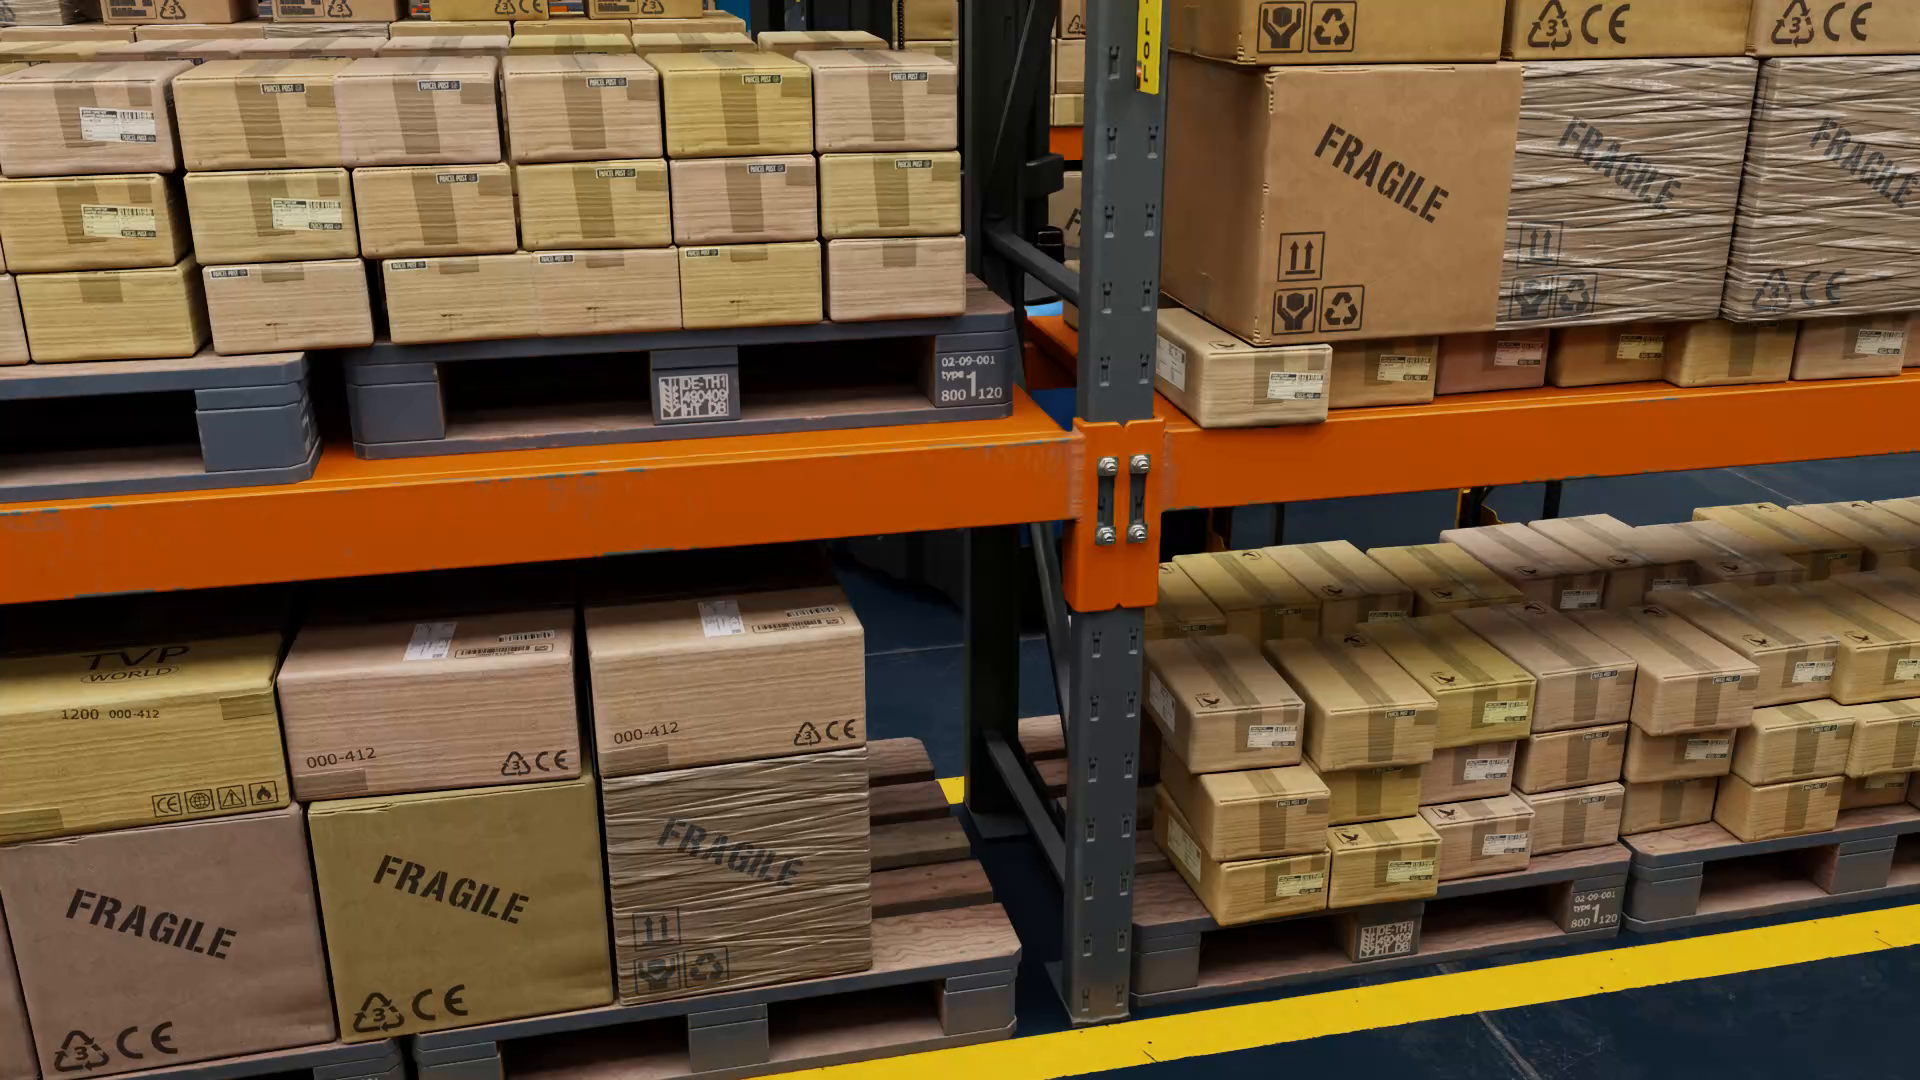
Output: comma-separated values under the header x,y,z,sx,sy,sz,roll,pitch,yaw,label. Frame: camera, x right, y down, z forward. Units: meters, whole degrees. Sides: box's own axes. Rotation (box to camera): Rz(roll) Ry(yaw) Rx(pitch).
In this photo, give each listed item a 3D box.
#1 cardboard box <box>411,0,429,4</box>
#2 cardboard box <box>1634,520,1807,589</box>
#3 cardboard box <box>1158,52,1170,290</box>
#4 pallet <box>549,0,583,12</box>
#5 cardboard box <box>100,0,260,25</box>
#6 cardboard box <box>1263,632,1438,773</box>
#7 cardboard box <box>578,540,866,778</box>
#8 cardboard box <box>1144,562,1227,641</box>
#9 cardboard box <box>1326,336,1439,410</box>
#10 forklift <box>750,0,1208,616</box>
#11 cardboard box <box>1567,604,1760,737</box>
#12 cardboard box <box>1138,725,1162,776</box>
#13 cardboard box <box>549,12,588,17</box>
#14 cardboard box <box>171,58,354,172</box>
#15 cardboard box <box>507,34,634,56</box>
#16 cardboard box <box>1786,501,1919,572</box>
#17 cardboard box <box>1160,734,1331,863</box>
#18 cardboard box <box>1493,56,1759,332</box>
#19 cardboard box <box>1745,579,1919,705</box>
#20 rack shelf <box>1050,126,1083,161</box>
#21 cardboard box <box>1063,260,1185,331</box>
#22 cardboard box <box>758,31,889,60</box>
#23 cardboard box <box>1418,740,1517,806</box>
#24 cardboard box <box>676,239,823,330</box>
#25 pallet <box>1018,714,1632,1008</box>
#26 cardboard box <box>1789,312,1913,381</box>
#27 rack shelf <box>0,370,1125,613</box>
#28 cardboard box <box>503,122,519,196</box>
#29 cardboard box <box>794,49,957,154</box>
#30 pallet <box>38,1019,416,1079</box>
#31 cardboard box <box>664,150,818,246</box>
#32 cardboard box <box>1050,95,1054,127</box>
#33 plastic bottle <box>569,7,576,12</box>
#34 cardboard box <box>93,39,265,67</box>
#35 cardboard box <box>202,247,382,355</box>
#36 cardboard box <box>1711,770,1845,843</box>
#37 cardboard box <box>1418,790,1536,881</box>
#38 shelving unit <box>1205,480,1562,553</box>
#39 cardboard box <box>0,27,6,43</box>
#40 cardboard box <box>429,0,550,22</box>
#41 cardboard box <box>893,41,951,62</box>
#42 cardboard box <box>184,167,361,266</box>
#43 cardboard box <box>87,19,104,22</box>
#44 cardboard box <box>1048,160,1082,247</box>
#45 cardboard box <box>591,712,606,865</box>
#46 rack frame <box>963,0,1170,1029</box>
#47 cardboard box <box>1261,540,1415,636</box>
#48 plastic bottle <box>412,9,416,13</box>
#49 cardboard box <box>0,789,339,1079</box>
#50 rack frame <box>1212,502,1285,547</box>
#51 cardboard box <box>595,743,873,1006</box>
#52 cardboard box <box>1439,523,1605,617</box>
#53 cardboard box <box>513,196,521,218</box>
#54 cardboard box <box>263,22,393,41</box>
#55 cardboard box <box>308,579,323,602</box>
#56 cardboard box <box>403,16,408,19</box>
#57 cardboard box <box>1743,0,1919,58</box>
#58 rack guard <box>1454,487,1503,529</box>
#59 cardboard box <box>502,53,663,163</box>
x,y,z,sx,sy,sz,roll,pitch,yaw,label
-5.507,-5.559,16.373,0.500,0.500,0.700,-1,20,-2,cardboard box
1.990,0.085,4.390,0.250,0.149,0.380,-5,21,-12,cardboard box
0.590,-0.870,3.751,0.500,0.500,0.500,-5,21,-12,cardboard box
-3.938,-5.418,17.024,1.213,0.211,1.003,-5,21,-12,pallet
-3.401,-2.523,7.239,0.637,0.503,0.797,-4,21,-11,cardboard box
0.849,0.352,3.663,0.250,0.149,0.380,-4,20,-10,cardboard box
-0.483,0.217,3.294,0.500,0.250,0.500,-5,21,-14,cardboard box
0.471,0.196,4.087,0.250,0.149,0.380,-4,21,-11,cardboard box
0.769,-0.391,3.386,0.250,0.149,0.380,-4,21,-11,cardboard box
-0.447,-1.553,6.294,1.130,2.935,3.031,-17,26,-39,forklift
1.599,0.294,3.820,0.250,0.149,0.380,-4,21,-11,cardboard box
0.487,0.446,4.271,0.250,0.149,0.380,-4,21,-12,cardboard box
-1.853,-2.273,8.013,0.500,0.500,0.500,-5,21,-12,cardboard box
-1.170,-0.732,2.841,0.250,0.149,0.380,-5,21,-14,cardboard box
-0.825,-0.989,3.542,0.250,0.149,0.380,-4,21,-12,cardboard box
2.479,0.028,4.547,0.250,0.149,0.380,-4,20,-10,cardboard box
0.611,0.530,3.610,0.250,0.149,0.380,-4,20,-10,cardboard box
1.204,-0.734,3.379,0.500,0.500,0.500,-5,21,-12,cardboard box
2.094,0.238,3.972,0.250,0.149,0.380,-5,21,-12,cardboard box
1.087,-2.039,8.567,4.000,0.370,1.077,-5,21,-12,rack shelf
0.408,-0.534,3.776,0.250,0.149,0.380,-5,21,-13,cardboard box
-0.305,-1.032,3.661,0.250,0.149,0.380,-4,20,-10,cardboard box
1.065,0.448,3.832,0.250,0.149,0.380,-5,21,-13,cardboard box
-0.409,-0.511,3.104,0.250,0.149,0.380,-5,21,-12,cardboard box
0.830,0.694,4.114,1.213,0.211,1.003,-5,21,-12,pallet
1.805,-0.466,3.591,0.250,0.149,0.380,-4,20,-10,cardboard box
-1.762,-0.055,3.148,4.000,0.370,1.077,-5,21,-12,rack shelf
-1.061,-0.830,3.541,0.250,0.149,0.380,-6,21,-15,cardboard box
-0.162,-0.812,3.060,0.250,0.149,0.380,-4,20,-10,cardboard box
-1.763,0.919,3.500,1.213,0.211,1.003,-5,21,-12,pallet
-0.414,-0.651,3.052,0.250,0.149,0.380,-5,21,-12,cardboard box
0.273,-2.076,7.987,0.250,0.149,0.380,-5,21,-14,cardboard box
-2.851,-3.720,12.180,0.185,0.351,0.144,-5,21,-12,plastic bottle
-1.563,-0.929,3.380,0.250,0.149,0.380,-4,20,-10,cardboard box
-1.166,-0.449,2.933,0.250,0.149,0.380,-6,21,-15,cardboard box
1.866,0.553,3.978,0.250,0.149,0.380,-5,21,-14,cardboard box
1.101,0.611,3.819,0.250,0.149,0.380,-5,21,-13,cardboard box
1.470,-0.536,5.598,1.083,1.500,0.587,-5,21,-14,shelving unit
-4.216,-1.897,6.986,0.500,0.500,0.500,-4,21,-11,cardboard box
-2.149,-2.633,7.538,0.637,0.503,0.797,-4,21,-12,cardboard box
-0.341,-2.238,7.848,0.500,0.250,0.500,-5,21,-13,cardboard box
-1.174,-0.589,2.883,0.250,0.149,0.380,-6,21,-15,cardboard box
-3.842,-2.109,7.565,0.500,0.500,0.500,-5,21,-13,cardboard box
0.678,-1.515,8.568,0.875,0.875,0.875,-5,21,-12,cardboard box
-0.596,0.396,3.897,0.500,0.500,0.500,-4,20,-10,cardboard box
0.184,-0.551,3.457,0.127,3.000,1.000,-5,21,-12,rack frame
0.951,0.141,4.239,0.250,0.149,0.380,-5,21,-13,cardboard box
-3.890,-3.584,11.810,0.185,0.351,0.144,-5,21,-12,plastic bottle
-1.478,0.648,3.207,0.500,0.500,0.500,-5,21,-14,cardboard box
0.970,-0.490,5.473,0.032,1.500,0.500,-5,21,-14,rack frame
-0.478,0.569,3.425,0.500,0.500,0.500,-5,21,-14,cardboard box
1.463,0.094,4.367,0.250,0.149,0.380,-6,21,-15,cardboard box
-1.062,-0.691,3.594,0.250,0.149,0.380,-4,21,-12,cardboard box
-2.730,-2.019,7.320,0.500,0.500,0.500,-5,21,-12,cardboard box
-1.113,0.087,3.650,0.500,0.250,0.500,-4,21,-11,cardboard box
-2.842,-2.191,7.789,0.500,0.500,0.500,-4,21,-11,cardboard box
1.678,-1.237,3.298,0.500,0.500,0.500,-4,21,-12,cardboard box
1.951,0.007,5.933,0.087,0.250,0.587,-5,21,-14,rack guard
-0.675,-0.771,2.948,0.250,0.149,0.380,-5,21,-14,cardboard box
